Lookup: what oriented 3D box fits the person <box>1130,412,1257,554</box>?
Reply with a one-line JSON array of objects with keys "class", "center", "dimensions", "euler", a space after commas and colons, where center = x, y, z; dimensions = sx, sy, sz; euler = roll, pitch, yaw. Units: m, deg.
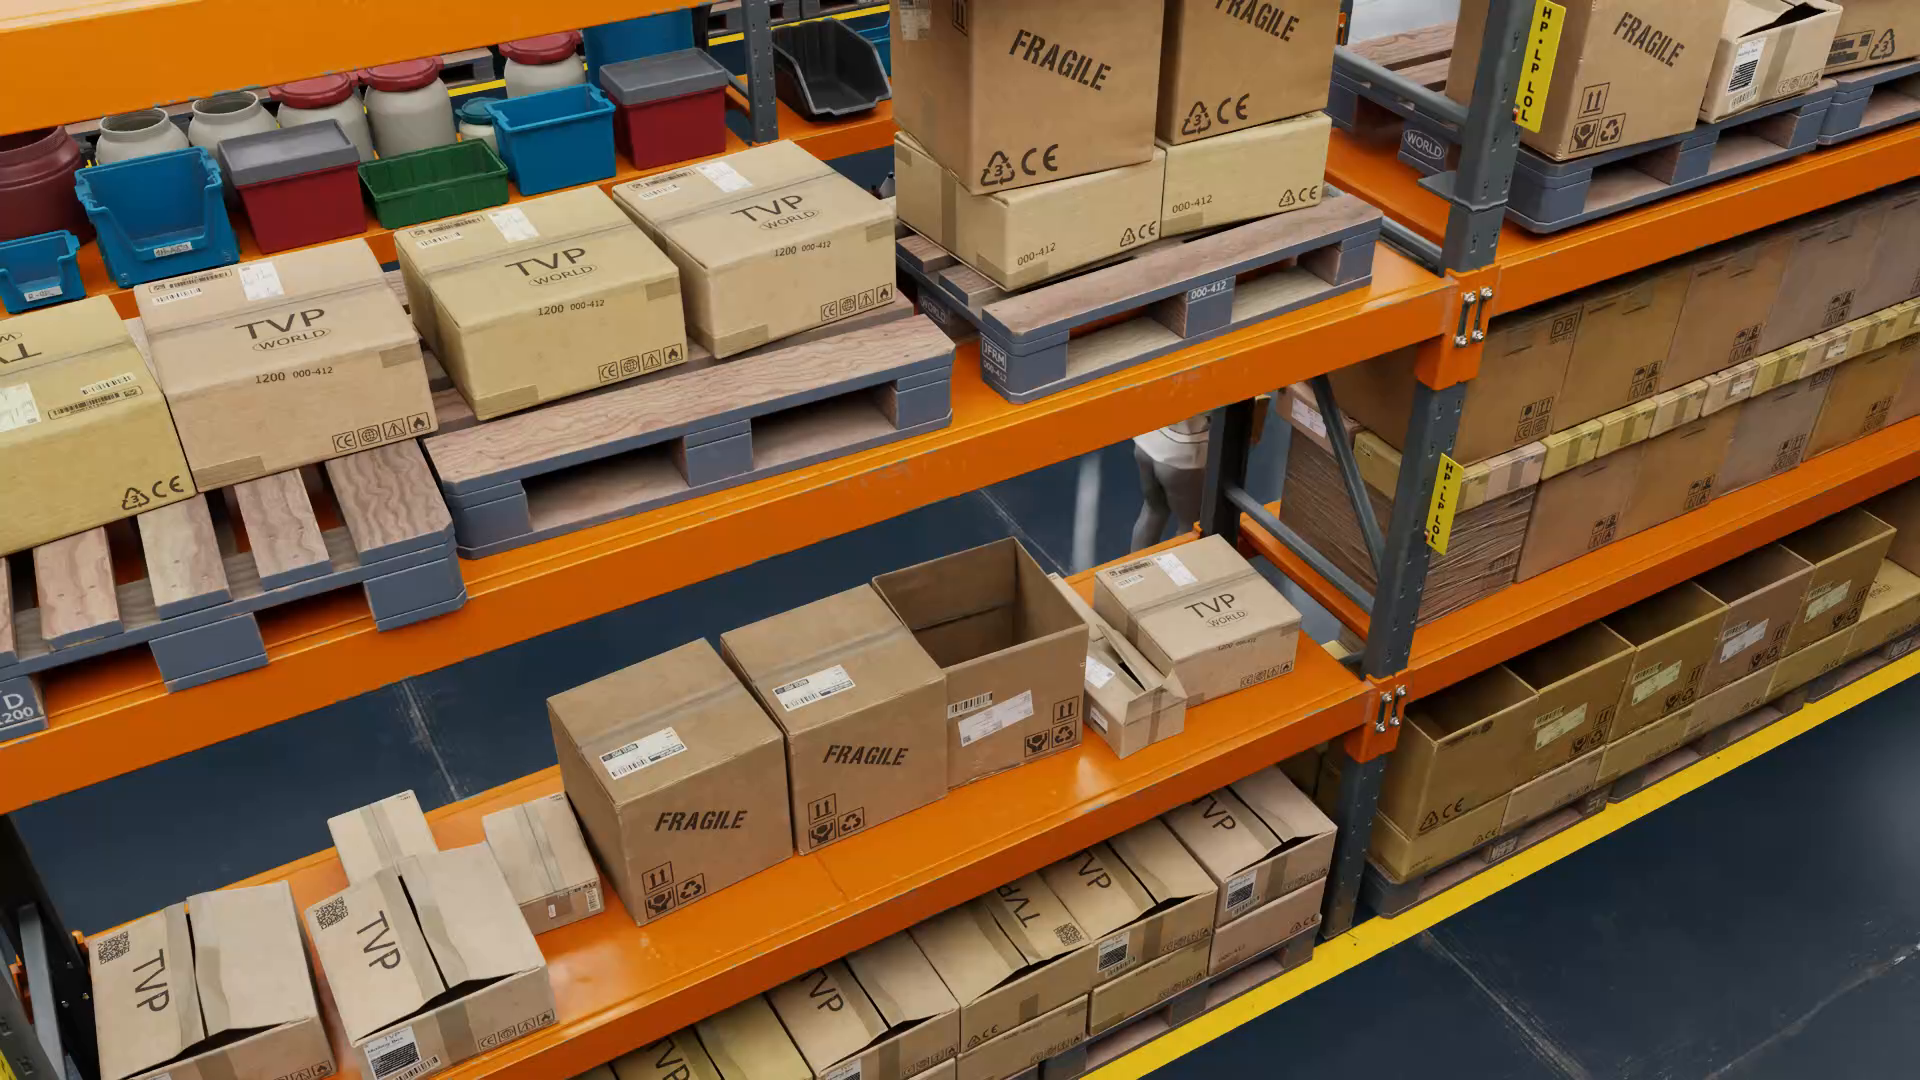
[{"class": "person", "center": [1.035, -0.417, 7.462], "dimensions": [0.520, 1.692, 0.435], "euler": [-20, 41, -24]}]
